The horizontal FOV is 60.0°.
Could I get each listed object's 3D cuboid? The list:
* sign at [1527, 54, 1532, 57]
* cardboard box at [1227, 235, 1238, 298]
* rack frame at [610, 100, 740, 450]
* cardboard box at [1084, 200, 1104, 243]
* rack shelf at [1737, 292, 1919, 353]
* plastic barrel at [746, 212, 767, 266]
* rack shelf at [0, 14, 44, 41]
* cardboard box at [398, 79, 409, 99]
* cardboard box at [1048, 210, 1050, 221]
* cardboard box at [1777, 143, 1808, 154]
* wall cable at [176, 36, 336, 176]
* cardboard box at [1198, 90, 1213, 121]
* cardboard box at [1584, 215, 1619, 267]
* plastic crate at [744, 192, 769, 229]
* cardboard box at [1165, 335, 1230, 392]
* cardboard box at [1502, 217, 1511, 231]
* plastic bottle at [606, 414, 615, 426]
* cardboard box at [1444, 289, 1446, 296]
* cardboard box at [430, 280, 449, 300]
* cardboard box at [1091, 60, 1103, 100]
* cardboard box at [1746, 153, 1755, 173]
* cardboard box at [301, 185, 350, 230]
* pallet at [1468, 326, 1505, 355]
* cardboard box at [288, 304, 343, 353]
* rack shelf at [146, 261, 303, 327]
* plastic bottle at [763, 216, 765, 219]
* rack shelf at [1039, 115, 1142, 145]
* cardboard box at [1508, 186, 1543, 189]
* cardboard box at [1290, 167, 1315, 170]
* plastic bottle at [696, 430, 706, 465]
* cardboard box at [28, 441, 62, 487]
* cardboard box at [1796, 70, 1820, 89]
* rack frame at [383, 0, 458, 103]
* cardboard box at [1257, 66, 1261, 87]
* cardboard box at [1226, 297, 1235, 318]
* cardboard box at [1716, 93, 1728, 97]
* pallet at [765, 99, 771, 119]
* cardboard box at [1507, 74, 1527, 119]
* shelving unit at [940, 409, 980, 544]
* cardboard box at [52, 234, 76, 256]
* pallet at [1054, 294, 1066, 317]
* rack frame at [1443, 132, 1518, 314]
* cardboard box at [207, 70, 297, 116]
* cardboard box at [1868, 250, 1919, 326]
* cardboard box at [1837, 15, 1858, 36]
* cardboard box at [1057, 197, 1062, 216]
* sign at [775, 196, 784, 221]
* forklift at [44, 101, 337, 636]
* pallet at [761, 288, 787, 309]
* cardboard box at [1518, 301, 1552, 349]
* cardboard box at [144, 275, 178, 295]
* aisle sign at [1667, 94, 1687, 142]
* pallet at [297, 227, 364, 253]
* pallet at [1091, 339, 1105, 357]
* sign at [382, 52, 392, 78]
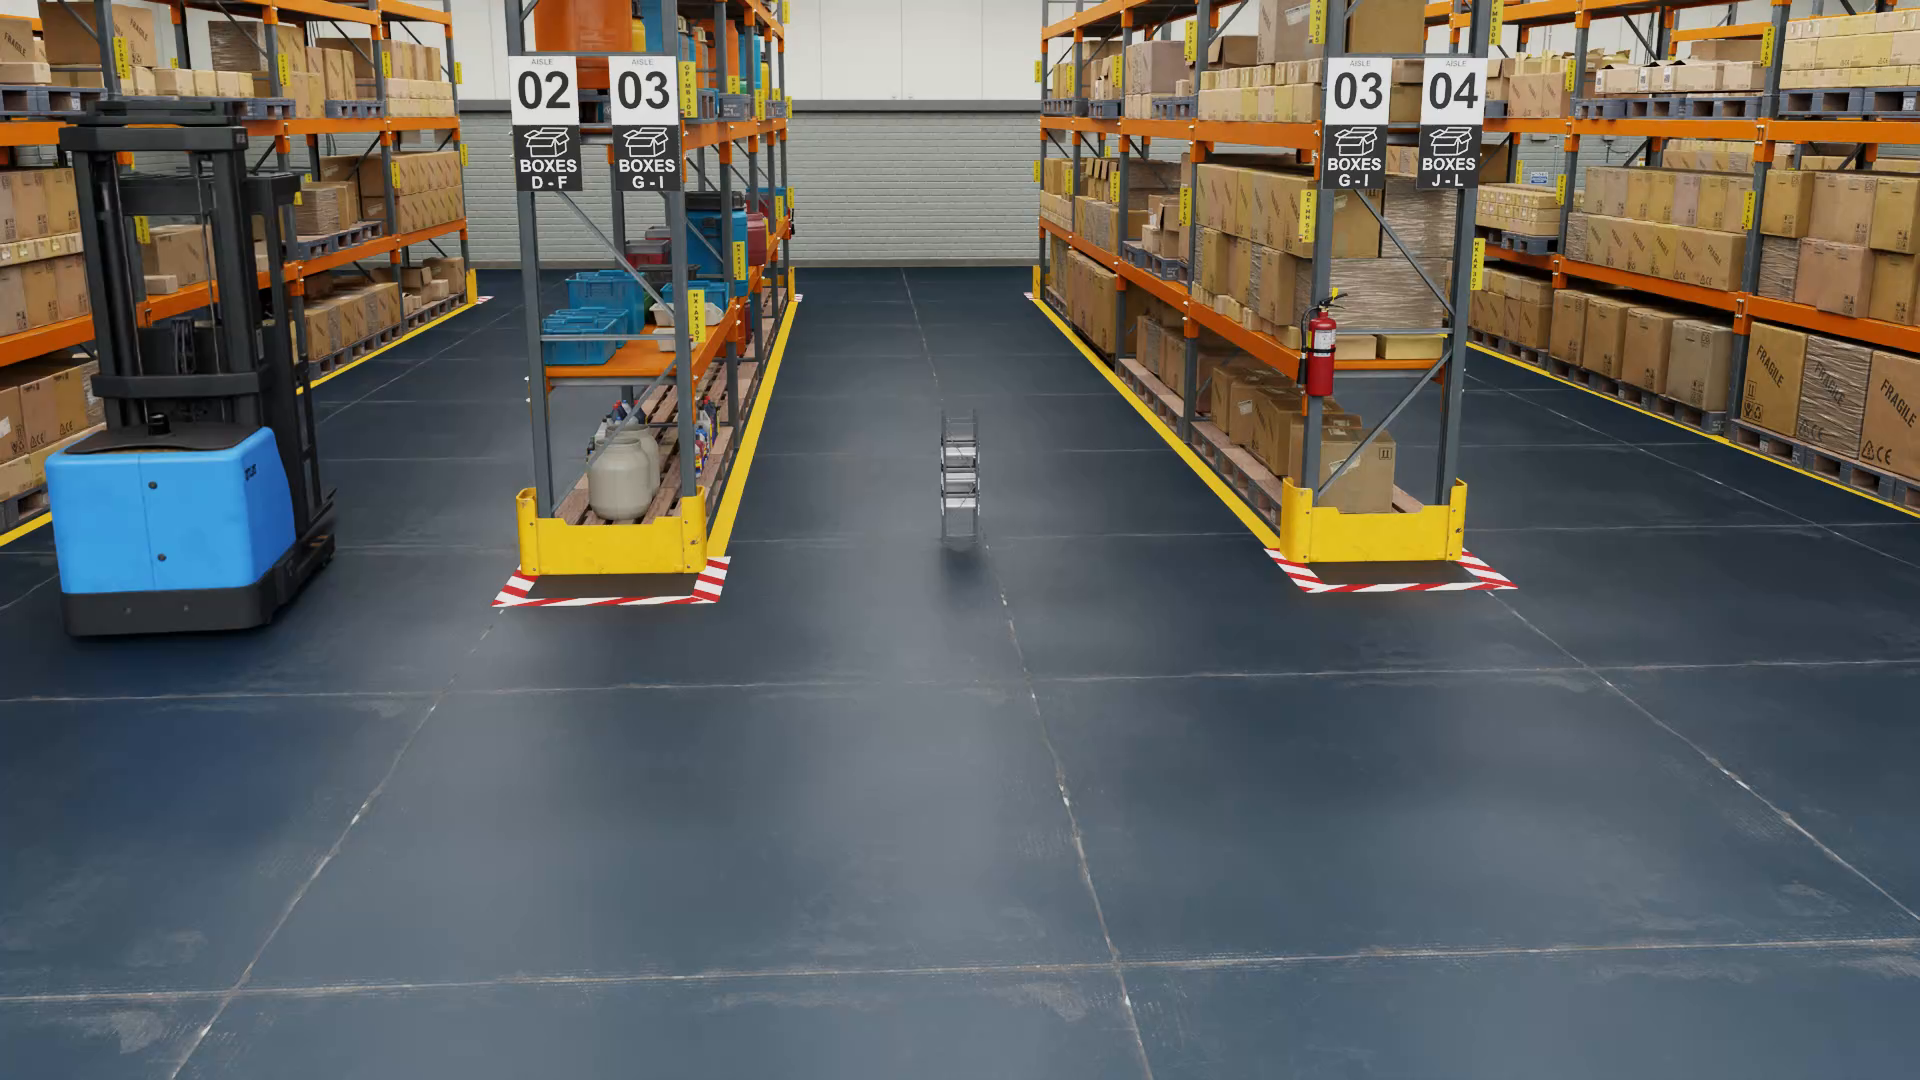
[{"bbox_3d":[7.517,-6.273,22.041,0.100,0.325,0.005,-1,14,-3],"label":"sign"},{"bbox_3d":[2.596,-2.161,13.108,0.875,0.500,0.500,-1,14,-3],"label":"cardboard box"},{"bbox_3d":[-2.441,-2.253,14.261,1.000,3.000,0.127,-1,14,-3],"label":"rack frame"},{"bbox_3d":[1.848,-3.999,20.850,0.500,0.500,0.500,-1,14,-5],"label":"cardboard box"},{"bbox_3d":[7.583,-1.535,12.915,1.077,0.370,4.000,-1,14,-3],"label":"rack shelf"},{"bbox_3d":[-2.358,-3.202,17.680,0.600,0.536,0.708,-1,14,-3],"label":"plastic barrel"},{"bbox_3d":[-12.949,-6.950,22.725,1.077,0.370,4.000,-1,14,-3],"label":"rack shelf"},{"bbox_3d":[-7.696,-6.038,22.251,0.500,0.250,0.500,-1,14,-3],"label":"cardboard box"},{"bbox_3d":[1.517,-4.843,24.833,0.380,0.149,0.250,-1,14,-5],"label":"cardboard box"},{"bbox_3d":[11.653,-5.457,23.208,0.380,0.149,0.250,-1,14,-2],"label":"cardboard box"},{"bbox_3d":[-13.067,-7.898,30.394,3.097,2.526,0.112,-1,14,-3],"label":"wall cable"},{"bbox_3d":[2.274,-3.593,13.753,0.500,0.250,0.500,-1,15,-6],"label":"cardboard box"},{"bbox_3d":[7.004,-3.181,17.671,0.500,0.500,0.500,-1,14,-4],"label":"cardboard box"},{"bbox_3d":[-2.742,-4.528,22.857,0.402,0.464,0.583,-1,14,-3],"label":"plastic crate"},{"bbox_3d":[2.440,-1.743,16.413,0.700,0.500,0.500,-2,15,-8],"label":"cardboard box"},{"bbox_3d":[6.680,-3.760,19.783,0.380,0.149,0.250,-1,14,-4],"label":"cardboard box"},{"bbox_3d":[-2.767,-0.823,13.138,0.144,0.351,0.185,-1,14,-4],"label":"plastic bottle"},{"bbox_3d":[6.626,-3.410,23.042,0.380,0.149,0.250,-1,14,-2],"label":"cardboard box"},{"bbox_3d":[-7.820,-3.675,24.424,0.500,0.250,0.500,-1,14,-3],"label":"cardboard box"},{"bbox_3d":[2.052,-5.879,21.293,0.700,0.500,0.500,-1,14,-2],"label":"cardboard box"},{"bbox_3d":[11.569,-5.244,23.679,0.500,0.500,0.500,-1,14,-4],"label":"cardboard box"},{"bbox_3d":[-7.710,-3.980,19.932,0.700,0.500,0.500,-5,15,-18],"label":"cardboard box"},{"bbox_3d":[7.091,-2.522,20.904,1.003,0.211,1.213,-1,14,-3],"label":"pallet"},{"bbox_3d":[-7.414,-2.422,19.054,0.500,0.500,0.500,-1,14,-5],"label":"cardboard box"},{"bbox_3d":[-7.509,-2.326,15.991,1.077,0.370,4.000,-1,14,-3],"label":"rack shelf"},{"bbox_3d":[-2.530,-4.036,21.426,0.061,0.283,0.133,-1,14,-3],"label":"plastic bottle"},{"bbox_3d":[1.883,-5.920,23.940,1.077,0.370,4.000,-1,14,-3],"label":"rack shelf"},{"bbox_3d":[7.231,-4.447,21.256,0.380,0.149,0.250,-1,14,-4],"label":"cardboard box"},{"bbox_3d":[2.867,-2.649,12.999,0.500,0.500,0.500,-1,14,-3],"label":"cardboard box"},{"bbox_3d":[-2.022,-0.715,12.879,0.097,0.271,0.097,0,14,0],"label":"plastic bottle"},{"bbox_3d":[-7.040,-0.564,12.373,0.500,0.250,0.500,-1,14,-3],"label":"cardboard box"},{"bbox_3d":[7.160,-3.803,13.729,0.380,0.149,0.250,-1,14,-3],"label":"cardboard box"},{"bbox_3d":[-8.129,-8.067,24.819,1.000,3.000,0.127,-1,14,-3],"label":"rack frame"},{"bbox_3d":[2.377,-3.364,12.063,0.380,0.149,0.250,-2,15,-6],"label":"cardboard box"},{"bbox_3d":[2.317,-1.839,13.157,0.380,0.149,0.250,-1,14,-3],"label":"cardboard box"},{"bbox_3d":[11.692,-6.755,24.875,0.500,0.311,0.500,-1,14,-2],"label":"cardboard box"},{"bbox_3d":[-2.639,-4.800,18.523,1.003,0.211,1.213,-1,14,-3],"label":"pallet"},{"bbox_3d":[6.851,-5.263,19.741,0.500,0.500,0.500,-1,14,-3],"label":"cardboard box"},{"bbox_3d":[0.000,-0.438,11.422,0.258,0.900,0.210,-1,14,-3],"label":"shelving unit"},{"bbox_3d":[-7.105,-2.283,12.879,0.380,0.149,0.250,-1,14,-4],"label":"cardboard box"},{"bbox_3d":[1.959,-3.463,24.560,1.003,0.211,1.213,-1,14,-3],"label":"pallet"},{"bbox_3d":[6.963,-4.370,22.491,1.000,3.000,0.127,-1,14,-3],"label":"rack frame"},{"bbox_3d":[-7.694,-4.781,17.868,0.910,0.500,0.500,-1,14,-3],"label":"cardboard box"},{"bbox_3d":[7.599,-1.959,12.818,0.875,0.550,0.500,-1,14,-3],"label":"cardboard box"},{"bbox_3d":[7.190,-4.064,13.143,0.380,0.149,0.250,-1,14,-4],"label":"cardboard box"},{"bbox_3d":[1.651,-4.751,23.677,0.500,0.250,0.500,-1,14,-2],"label":"cardboard box"},{"bbox_3d":[-2.388,-4.384,21.991,0.100,0.325,0.005,-1,14,-3],"label":"sign"},{"bbox_3d":[-4.670,-1.208,10.341,1.130,2.935,3.031,-2,15,-8],"label":"forklift"},{"bbox_3d":[-3.172,-3.681,25.408,1.003,0.211,1.213,-1,14,-3],"label":"pallet"},{"bbox_3d":[6.909,-2.528,19.504,0.500,0.500,0.500,-1,14,-4],"label":"cardboard box"},{"bbox_3d":[-7.236,-2.279,14.868,0.380,0.149,0.250,-1,14,-3],"label":"cardboard box"},{"bbox_3d":[11.356,-6.739,26.480,0.394,0.787,0.004,-1,14,-3],"label":"aisle sign"},{"bbox_3d":[-7.758,-3.562,19.737,1.003,0.211,1.213,-1,14,-3],"label":"pallet"},{"bbox_3d":[2.208,-2.473,20.715,1.003,0.211,1.213,-1,14,-3],"label":"pallet"},{"bbox_3d":[-7.327,-6.070,21.250,0.100,0.325,0.005,-1,14,-3],"label":"sign"}]
